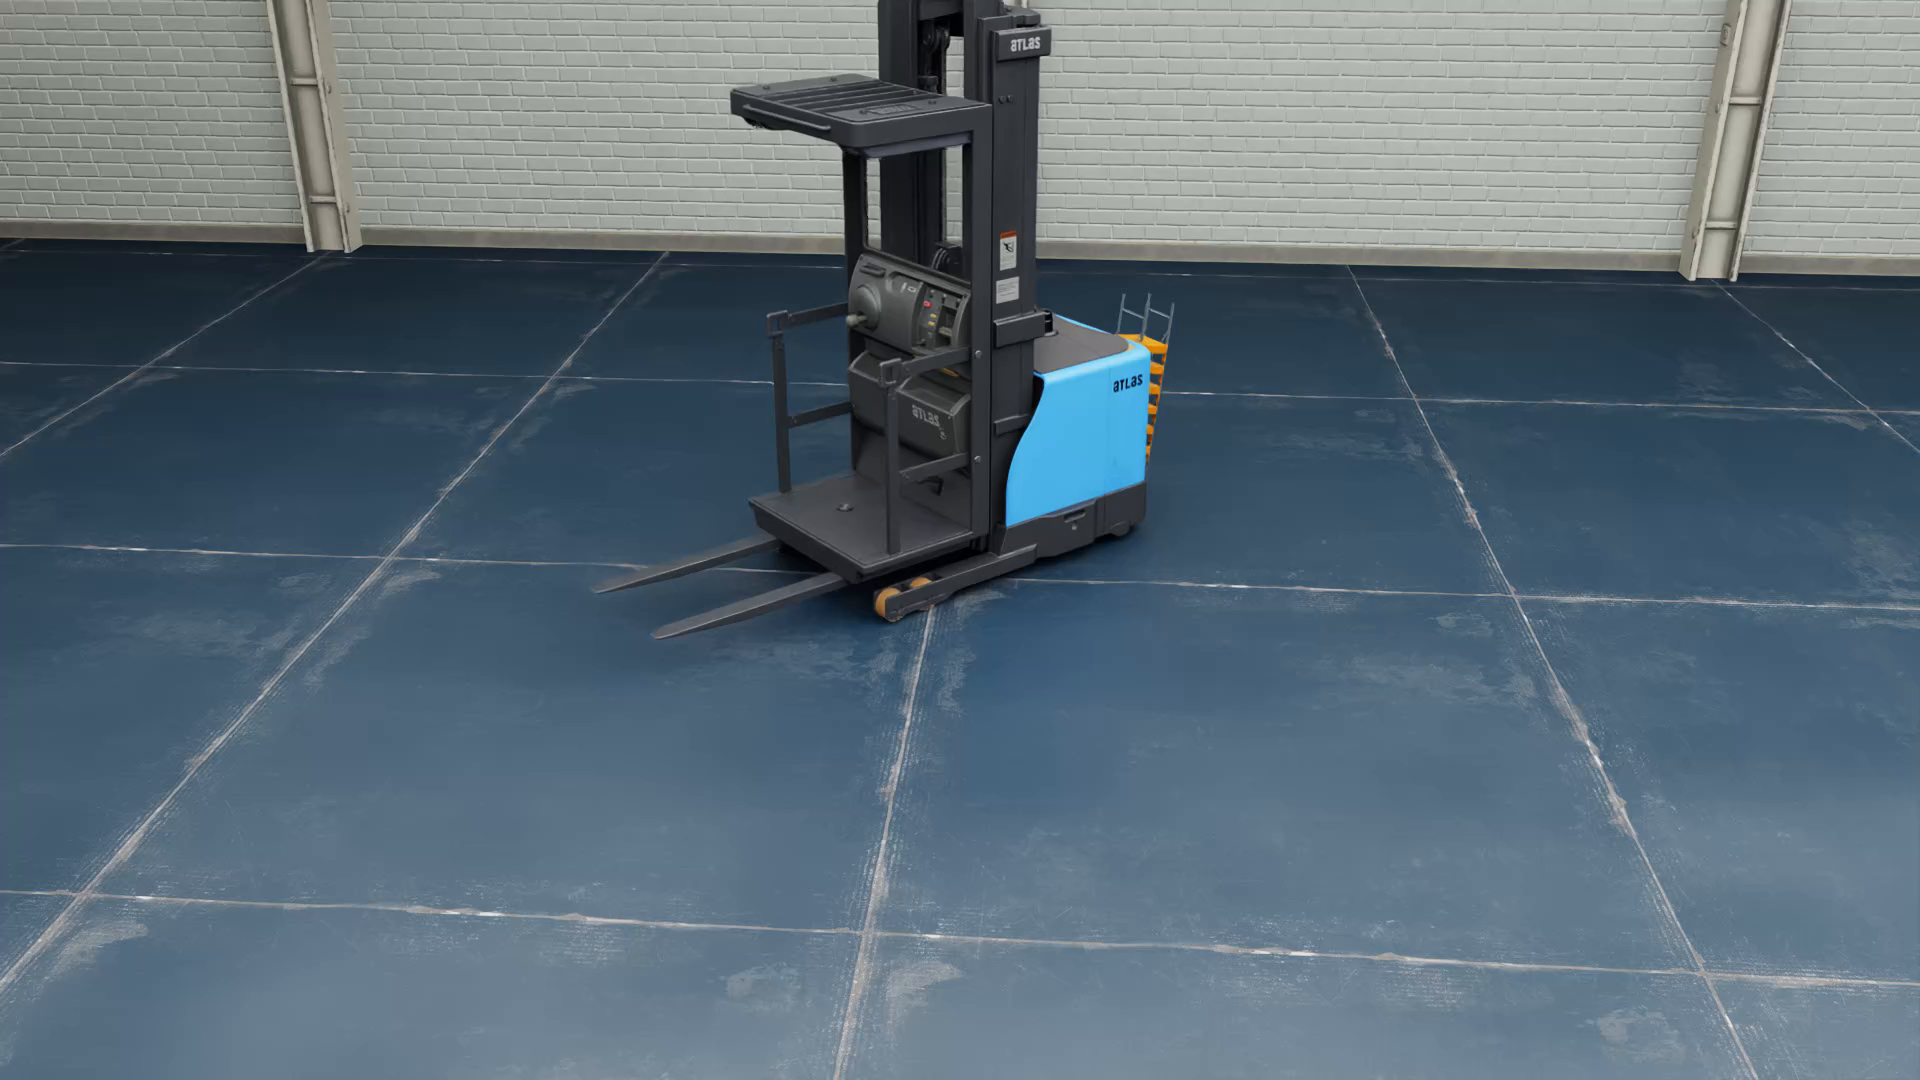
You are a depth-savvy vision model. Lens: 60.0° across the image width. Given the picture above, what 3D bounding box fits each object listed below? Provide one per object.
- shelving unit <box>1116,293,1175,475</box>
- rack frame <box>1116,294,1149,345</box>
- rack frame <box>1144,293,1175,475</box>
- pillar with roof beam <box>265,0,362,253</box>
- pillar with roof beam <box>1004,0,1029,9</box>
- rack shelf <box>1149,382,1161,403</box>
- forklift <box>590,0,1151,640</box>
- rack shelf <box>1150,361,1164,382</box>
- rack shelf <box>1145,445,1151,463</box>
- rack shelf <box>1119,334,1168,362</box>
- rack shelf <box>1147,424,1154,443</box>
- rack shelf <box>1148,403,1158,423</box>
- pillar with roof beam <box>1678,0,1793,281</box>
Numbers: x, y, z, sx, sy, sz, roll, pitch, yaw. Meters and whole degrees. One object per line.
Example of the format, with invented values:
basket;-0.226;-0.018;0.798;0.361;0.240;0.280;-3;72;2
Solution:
shelving unit;0.986;-0.795;9.524;0.189;1.200;0.258;-6;24;-31
rack frame;0.908;-0.787;9.476;0.006;1.200;0.240;-6;24;-31
rack frame;1.063;-0.803;9.572;0.006;1.200;0.240;-6;24;-31
pillar with roof beam;-5.948;-4.924;9.186;0.400;9.000;9.100;2;25;4
pillar with roof beam;0.034;-4.732;8.768;0.400;9.000;9.100;2;25;4
rack shelf;0.994;-0.865;9.498;0.180;0.103;0.258;-6;24;-31
forklift;-0.428;-1.170;8.286;3.031;2.935;1.130;-18;30;-34
rack shelf;1.009;-0.977;9.456;0.180;0.103;0.258;-6;24;-31
rack shelf;0.952;-0.531;9.623;0.180;0.103;0.258;-6;24;-31
rack shelf;1.023;-1.088;9.414;0.180;0.103;0.258;-6;24;-31
rack shelf;0.966;-0.642;9.582;0.180;0.103;0.258;-6;24;-31
rack shelf;0.980;-0.754;9.540;0.180;0.103;0.258;-6;24;-31
pillar with roof beam;6.017;-4.540;8.351;0.400;9.000;9.100;2;25;4
